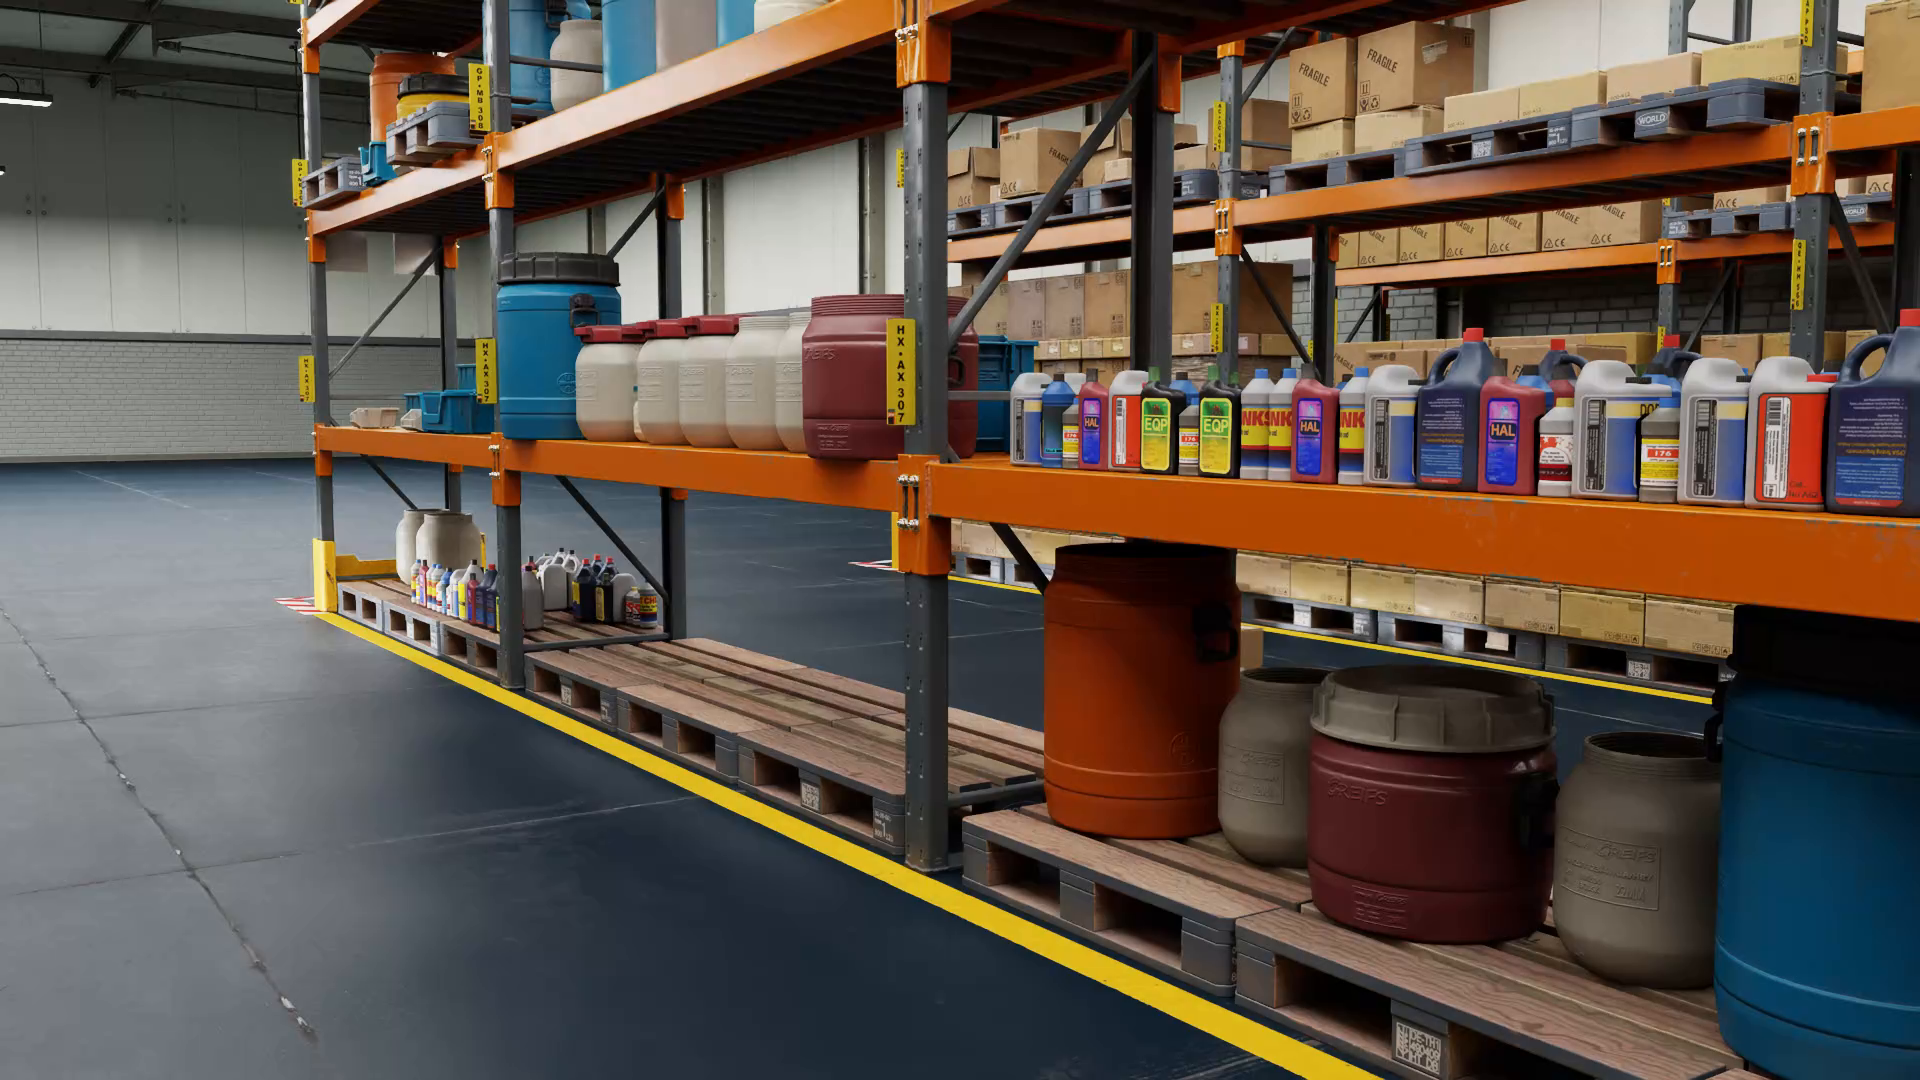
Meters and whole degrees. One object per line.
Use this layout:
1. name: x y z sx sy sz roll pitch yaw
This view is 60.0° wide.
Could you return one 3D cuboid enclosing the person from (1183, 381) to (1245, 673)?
1. person: 1.301 -0.054 8.946 0.377 1.592 0.477 -4 6 -37
